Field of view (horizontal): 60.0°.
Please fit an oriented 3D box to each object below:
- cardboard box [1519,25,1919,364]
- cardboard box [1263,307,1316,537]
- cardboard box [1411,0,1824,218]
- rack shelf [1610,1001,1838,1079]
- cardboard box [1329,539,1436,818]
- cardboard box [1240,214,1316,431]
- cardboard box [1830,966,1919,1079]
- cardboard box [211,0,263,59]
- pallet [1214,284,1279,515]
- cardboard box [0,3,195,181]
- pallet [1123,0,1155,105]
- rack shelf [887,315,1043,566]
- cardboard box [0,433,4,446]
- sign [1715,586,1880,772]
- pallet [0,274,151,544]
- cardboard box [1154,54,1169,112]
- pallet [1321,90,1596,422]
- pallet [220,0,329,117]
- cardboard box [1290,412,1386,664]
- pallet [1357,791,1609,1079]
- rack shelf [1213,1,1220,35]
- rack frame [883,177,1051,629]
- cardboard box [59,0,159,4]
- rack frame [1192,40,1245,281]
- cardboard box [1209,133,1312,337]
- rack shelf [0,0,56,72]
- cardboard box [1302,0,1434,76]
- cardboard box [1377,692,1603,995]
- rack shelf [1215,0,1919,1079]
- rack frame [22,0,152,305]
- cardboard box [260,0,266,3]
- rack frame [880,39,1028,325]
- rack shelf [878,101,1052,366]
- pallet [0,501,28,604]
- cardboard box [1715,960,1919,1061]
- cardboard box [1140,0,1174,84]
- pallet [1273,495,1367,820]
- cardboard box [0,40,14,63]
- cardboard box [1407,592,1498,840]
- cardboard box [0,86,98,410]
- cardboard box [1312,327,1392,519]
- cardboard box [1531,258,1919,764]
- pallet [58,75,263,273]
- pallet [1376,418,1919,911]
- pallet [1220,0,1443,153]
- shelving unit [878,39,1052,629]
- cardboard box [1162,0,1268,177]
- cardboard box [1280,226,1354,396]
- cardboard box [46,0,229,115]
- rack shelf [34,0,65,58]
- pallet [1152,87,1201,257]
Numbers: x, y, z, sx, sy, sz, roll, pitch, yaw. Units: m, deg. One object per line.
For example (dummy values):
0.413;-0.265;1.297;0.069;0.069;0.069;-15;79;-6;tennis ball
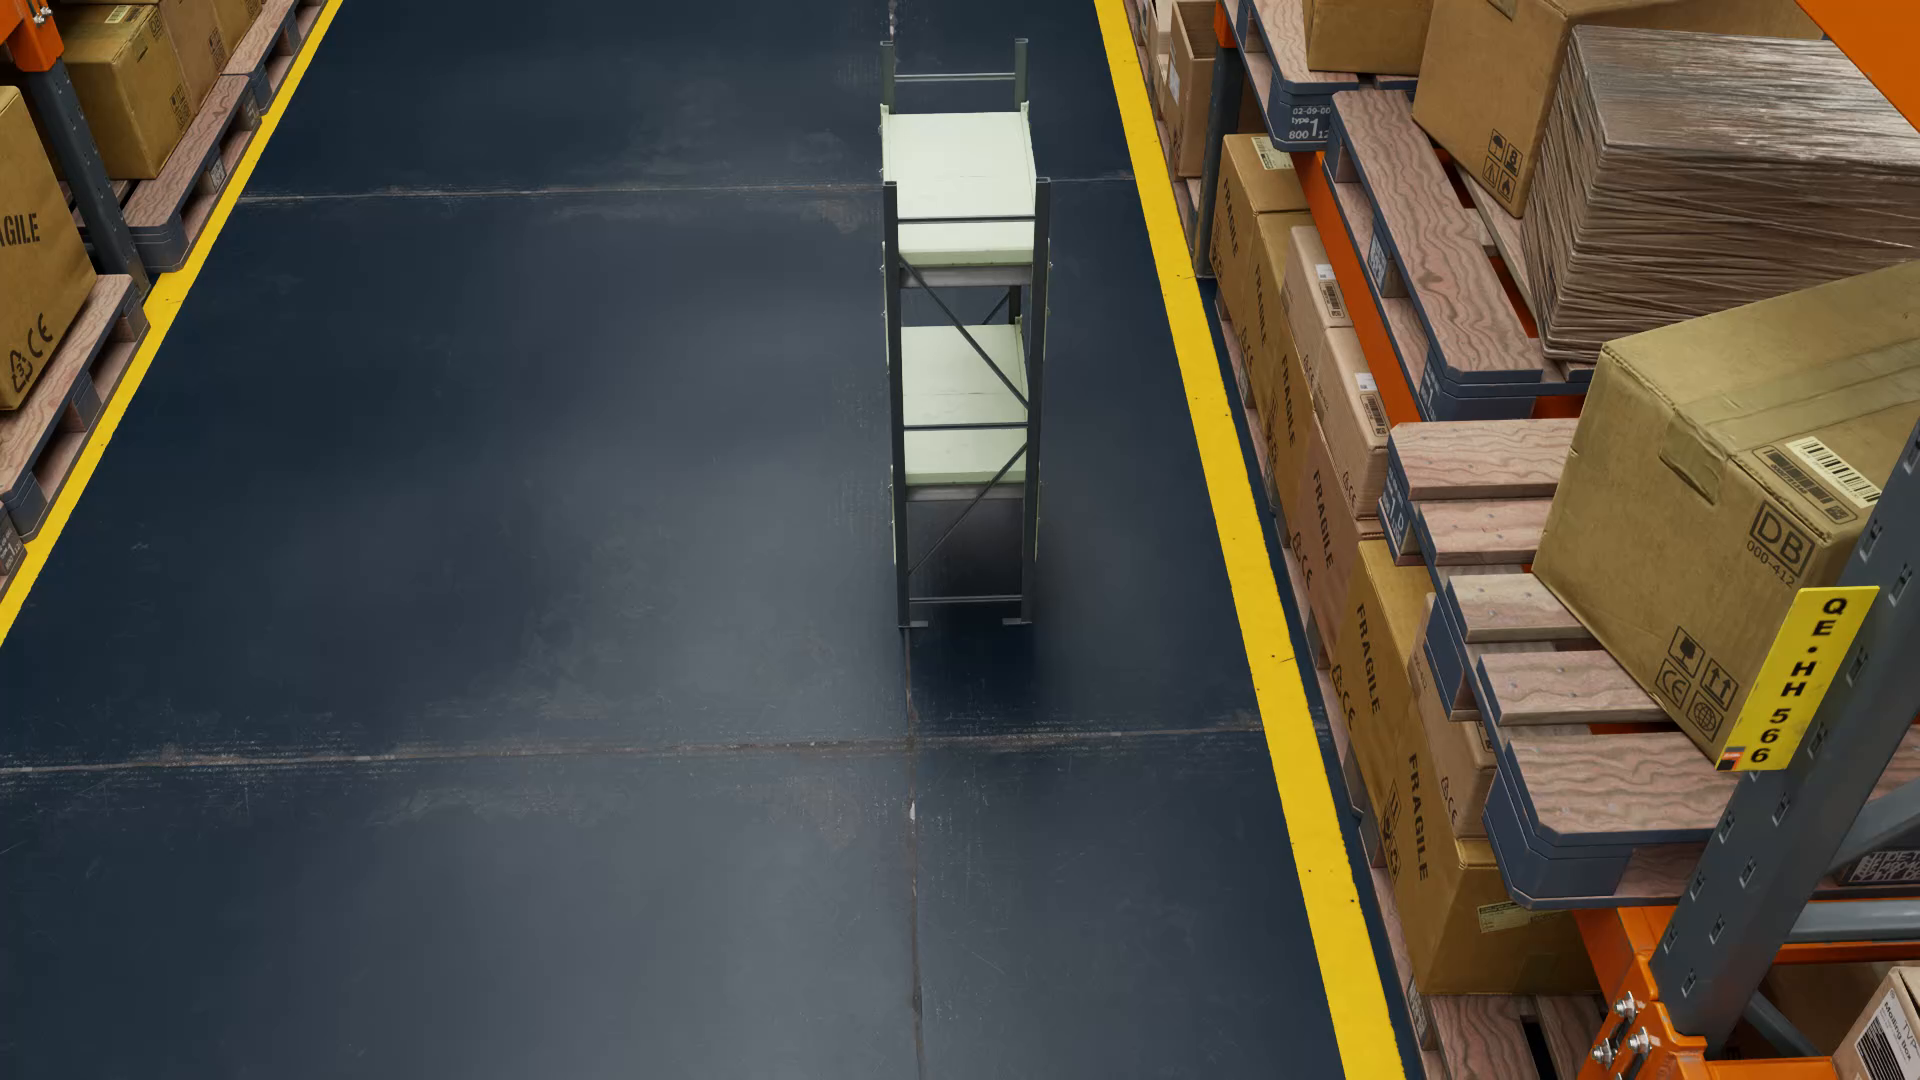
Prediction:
1.579;-0.685;3.392;0.700;0.500;0.500;6;43;6;cardboard box
1.221;-0.358;4.945;0.500;0.500;0.500;-1;43;-1;cardboard box
1.533;-1.149;3.899;0.700;0.500;0.500;-12;44;-13;cardboard box
1.651;2.167;1.198;1.077;0.370;4.000;-2;43;-2;rack shelf
1.270;0.337;4.187;0.500;0.500;0.500;-3;43;-3;cardboard box
1.207;-0.696;5.314;0.500;0.500;0.500;-1;43;-1;cardboard box
1.538;0.831;2.189;0.500;0.311;0.500;1;43;1;cardboard box
-3.520;-2.431;7.221;0.700;0.500;0.500;-1;43;-1;cardboard box
1.469;-0.573;5.719;1.003;0.211;1.213;-2;43;-2;pallet
-3.482;-1.745;6.473;0.700;0.500;0.500;-1;43;-1;cardboard box
1.313;-2.410;7.723;1.003;0.211;1.213;-2;43;-2;pallet
0.000;-0.308;4.959;0.431;0.370;0.720;-2;43;-2;rack shelf
-3.354;-0.331;4.672;0.750;0.750;0.750;0;43;0;cardboard box
1.025;0.176;2.040;0.100;0.325;0.005;-2;43;-2;sign
-3.445;-0.457;5.593;1.003;0.211;1.213;-2;43;-2;pallet
1.013;-1.888;6.874;0.380;0.149;0.250;-2;43;-2;cardboard box
1.479;-0.690;3.925;1.003;0.211;1.213;-2;43;-2;pallet
-3.562;-2.317;7.622;1.003;0.211;1.213;-2;43;-2;pallet
1.242;-0.017;4.573;0.500;0.500;0.500;-3;43;-3;cardboard box
1.572;1.075;3.921;1.003;0.211;1.213;-2;43;-2;pallet
1.312;-3.234;7.090;1.077;0.370;4.000;-2;43;-2;rack shelf
0.016;-0.301;4.469;0.400;1.500;0.023;-2;43;-2;rack frame
-3.314;-2.221;6.512;0.380;0.149;0.250;0;43;0;cardboard box
1.396;-2.149;5.374;1.000;3.000;0.127;-2;43;-2;rack frame
1.174;-1.056;5.706;0.500;0.500;0.500;-3;43;-4;cardboard box
-3.468;-0.389;3.986;1.077;0.370;4.000;-2;43;-2;rack shelf
1.286;-1.552;4.338;0.700;0.500;0.500;5;43;5;cardboard box
1.292;0.686;3.806;0.500;0.500;0.500;0;43;0;cardboard box
1.481;-0.533;4.144;1.077;0.370;4.000;-2;43;-2;rack shelf
-3.553;-2.004;5.216;1.000;3.000;0.127;-2;43;-2;rack frame
-3.549;-2.791;7.614;0.700;0.500;0.500;-3;43;-3;cardboard box
-0.015;-0.795;5.008;0.400;1.500;0.023;-2;43;-2;rack frame
0.000;-0.836;4.475;0.431;0.370;0.720;-2;43;-2;rack shelf
-3.390;0.368;4.692;1.003;0.211;1.213;-2;43;-2;pallet
1.833;0.996;3.468;0.500;0.500;0.500;0;43;0;cardboard box
1.057;-2.202;7.097;0.500;0.311;0.500;-2;43;-2;cardboard box
1.524;0.253;4.818;1.003;0.211;1.213;-2;43;-2;pallet
-3.674;-1.881;6.141;0.380;0.149;0.250;-2;43;-2;cardboard box
1.285;0.372;3.594;0.500;0.250;0.500;0;43;0;cardboard box
-3.395;-0.931;5.326;0.750;0.750;0.750;-1;43;-1;cardboard box
1.238;-0.318;4.347;0.500;0.250;0.500;-2;43;-3;cardboard box
1.427;-0.062;2.713;0.700;0.500;0.500;-15;45;-16;cardboard box
-3.507;-1.492;6.721;1.003;0.211;1.213;-2;43;-2;pallet
1.467;0.167;2.990;1.213;0.211;1.003;-2;43;-2;pallet
1.321;-1.535;4.847;1.003;0.211;1.213;-2;43;-2;pallet
0.000;-0.548;4.738;0.431;1.500;0.755;-2;43;-2;shelving unit
1.089;-1.766;6.481;0.500;0.500;0.500;-2;43;-2;cardboard box
1.216;-0.657;4.716;0.500;0.250;0.500;-2;43;-2;cardboard box
-3.500;-2.084;6.843;0.700;0.500;0.500;-2;43;-2;cardboard box
-3.638;-3.089;6.932;1.077;0.370;4.000;-2;43;-2;rack shelf
1.368;-1.584;6.822;1.003;0.211;1.213;-2;43;-2;pallet
